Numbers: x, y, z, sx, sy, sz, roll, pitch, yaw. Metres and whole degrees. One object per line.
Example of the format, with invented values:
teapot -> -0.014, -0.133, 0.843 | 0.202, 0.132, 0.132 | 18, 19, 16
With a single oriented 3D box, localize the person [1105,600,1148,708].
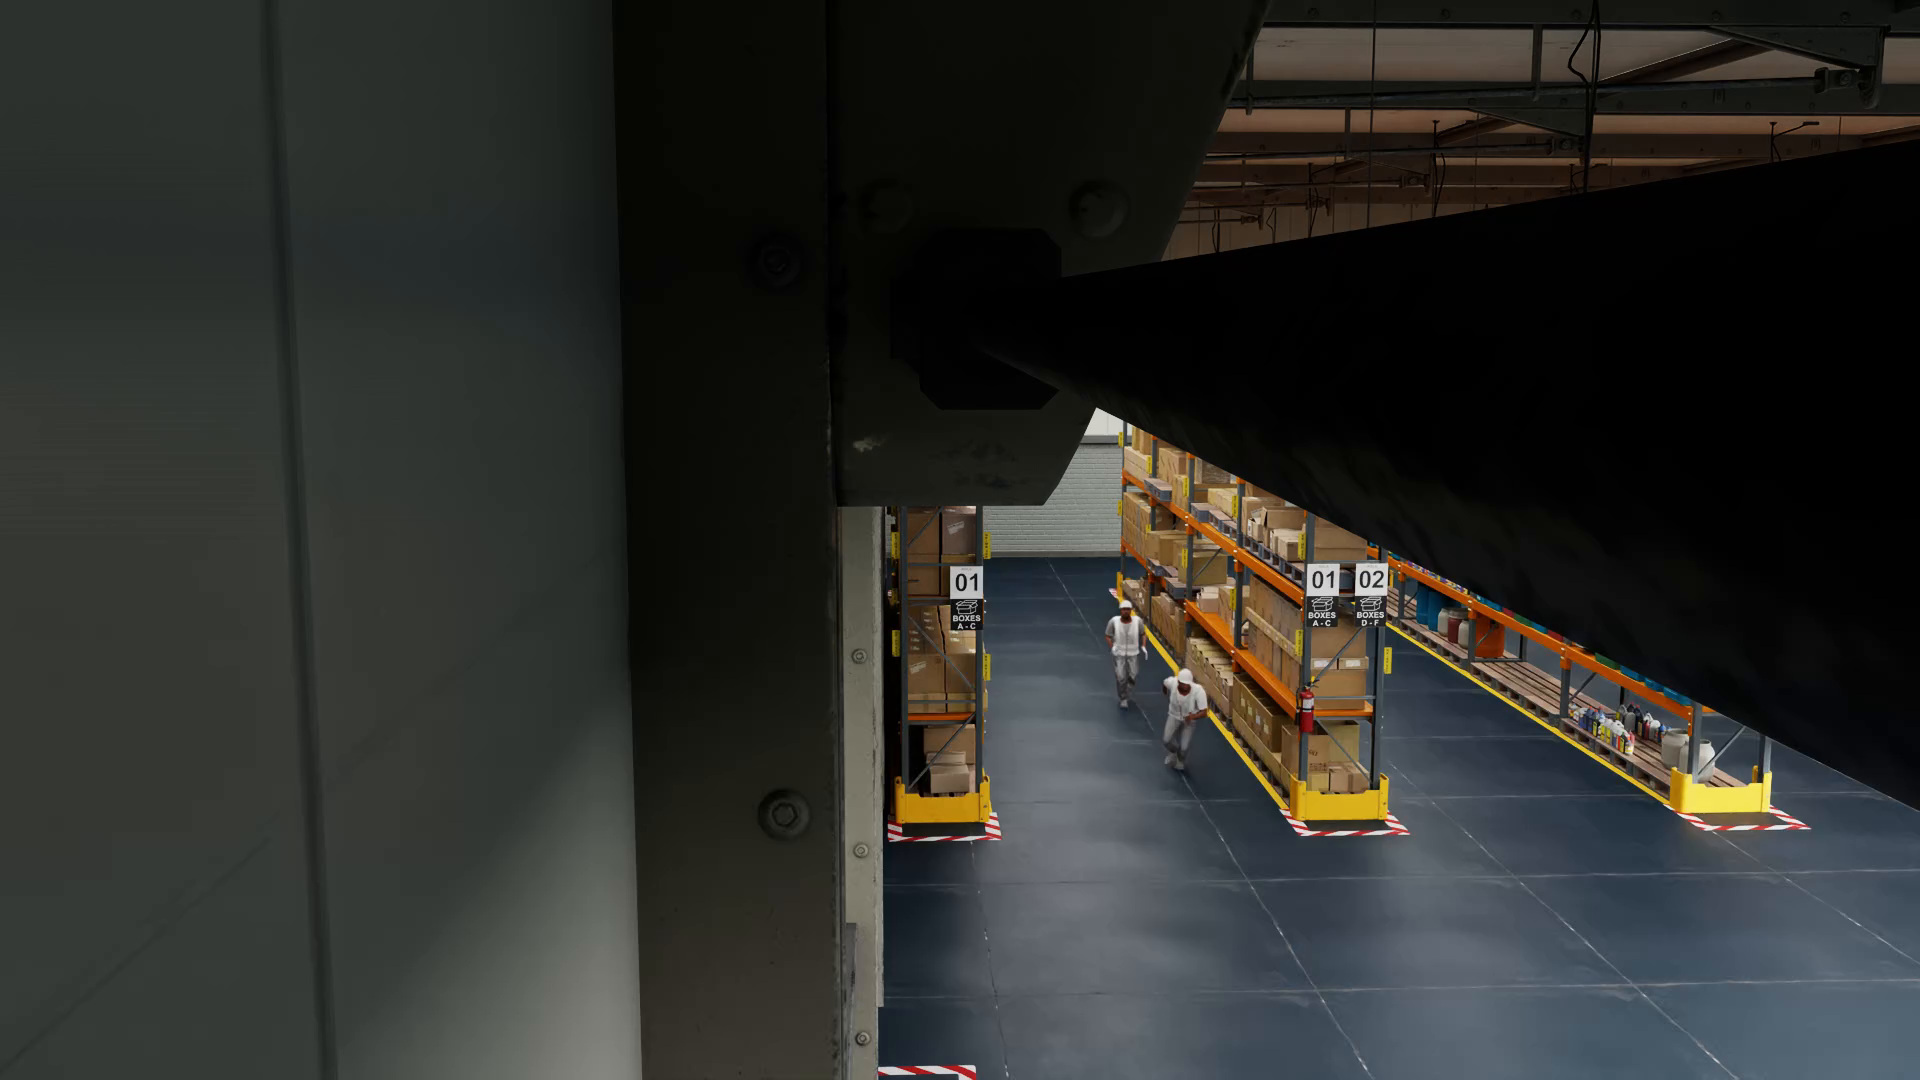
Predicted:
person -> 2.623, 1.797, 26.268 | 0.673, 1.723, 0.635 | 0, 8, -1

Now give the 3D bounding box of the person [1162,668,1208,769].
person -> 3.000, 2.421, 22.435 | 0.732, 1.526, 0.991 | 3, 8, 19
